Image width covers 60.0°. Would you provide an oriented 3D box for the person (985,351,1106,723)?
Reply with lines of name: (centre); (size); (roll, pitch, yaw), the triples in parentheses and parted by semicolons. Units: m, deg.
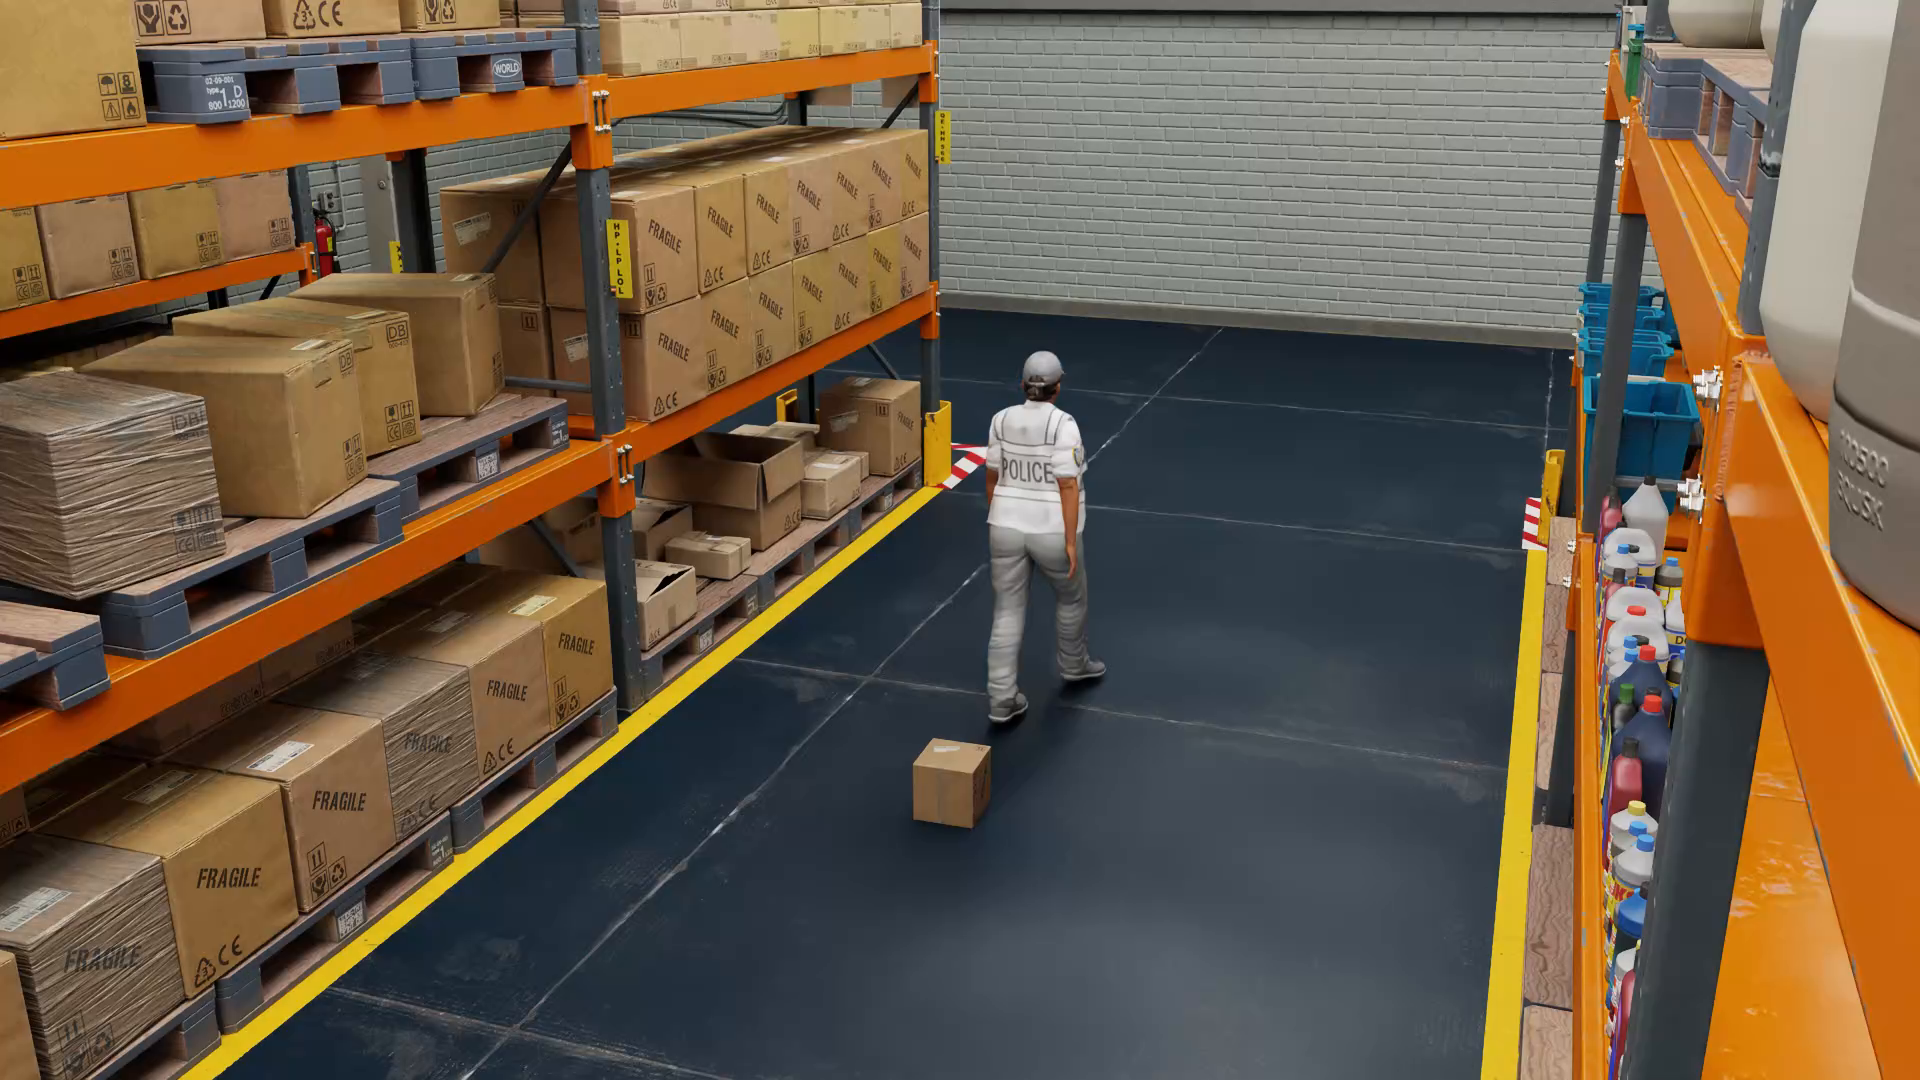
person: (0.347, -0.044, 7.526); (0.505, 1.627, 0.865); (7, 20, 21)
